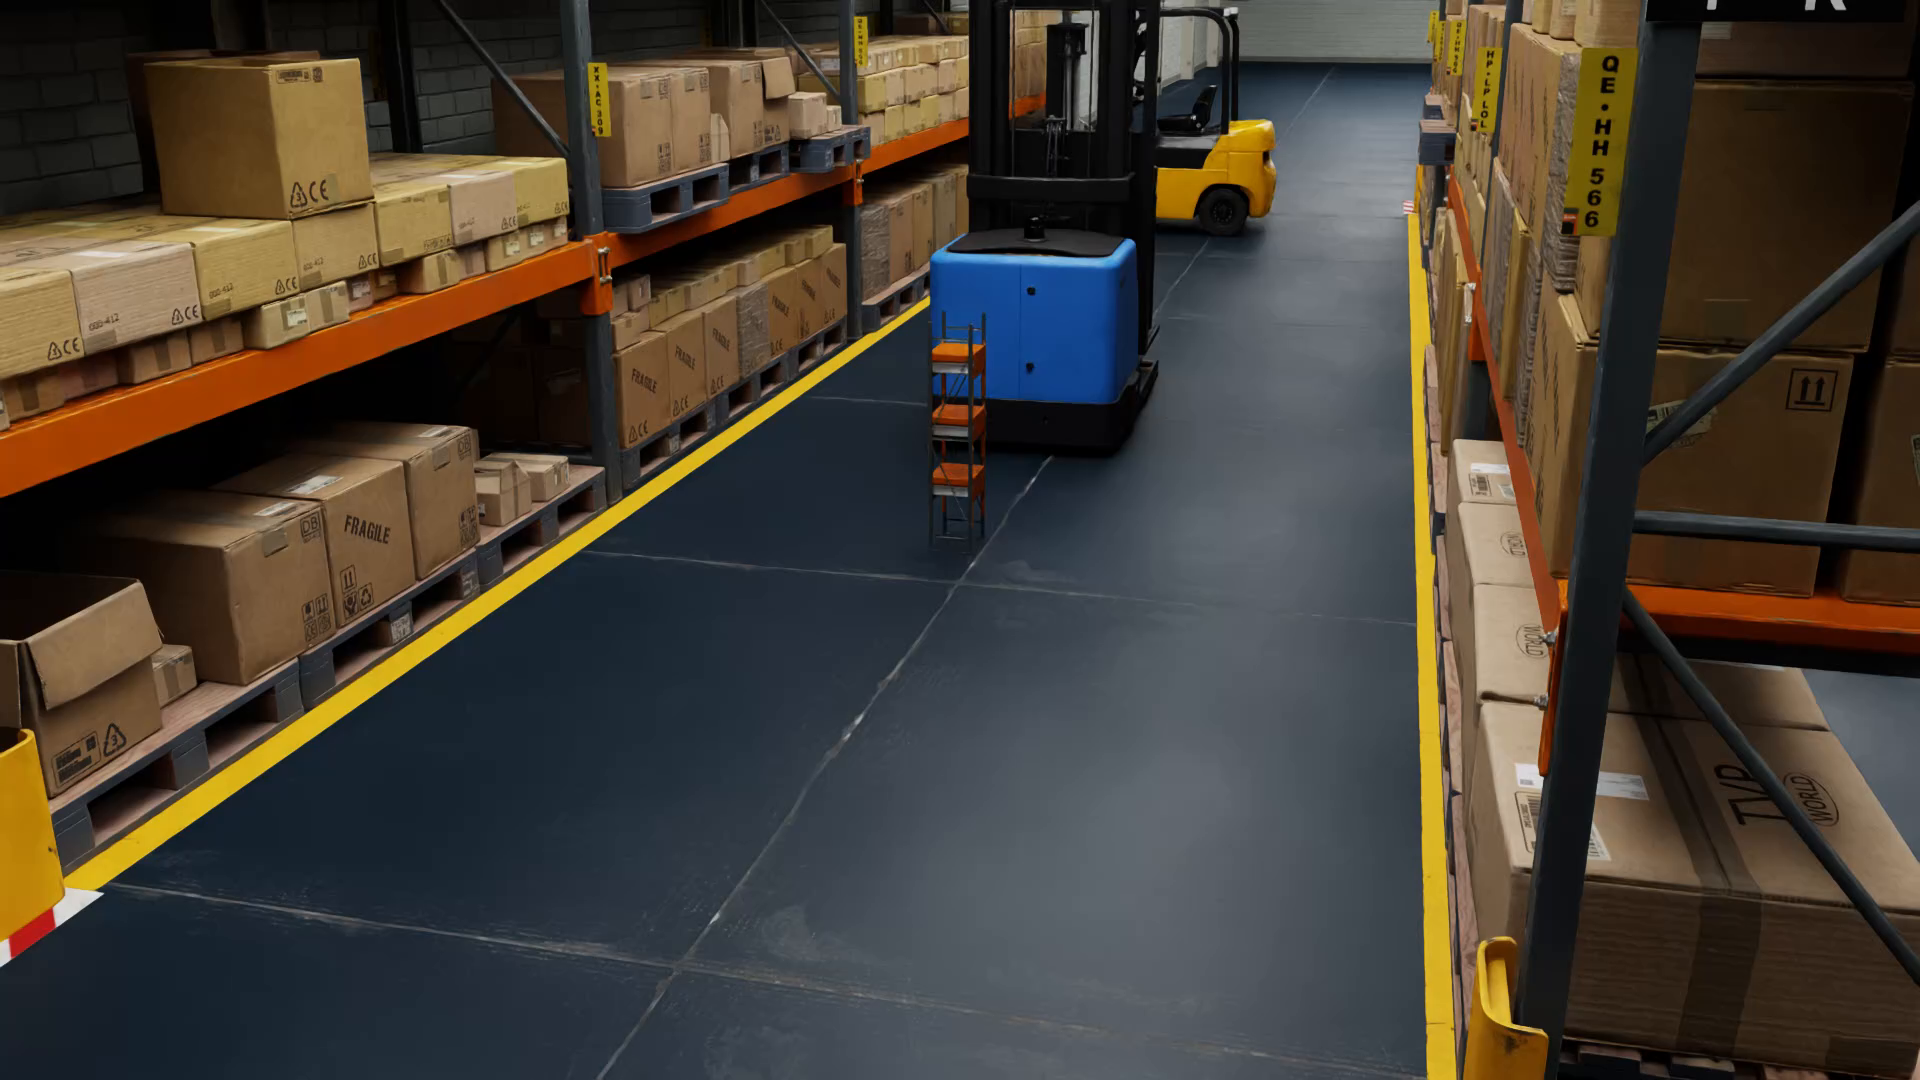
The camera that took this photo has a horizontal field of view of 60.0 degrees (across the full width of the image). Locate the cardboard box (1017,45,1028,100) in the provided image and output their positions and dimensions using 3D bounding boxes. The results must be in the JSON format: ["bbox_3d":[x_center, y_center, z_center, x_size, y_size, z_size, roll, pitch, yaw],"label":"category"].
[{"bbox_3d":[0.372,-4.637,16.468,0.500,0.500,0.500,4,19,13],"label":"cardboard box"}]

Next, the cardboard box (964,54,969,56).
[{"bbox_3d":[-0.095,-4.139,14.624,0.500,0.250,0.500,4,19,12],"label":"cardboard box"}]

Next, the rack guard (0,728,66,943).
[{"bbox_3d":[-3.136,0.772,4.653,1.175,0.500,0.348,5,19,13],"label":"rack guard"}]

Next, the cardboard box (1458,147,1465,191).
[{"bbox_3d":[3.142,-2.136,9.534,0.500,0.250,0.500,4,19,12],"label":"cardboard box"}]

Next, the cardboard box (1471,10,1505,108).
[{"bbox_3d":[2.876,-2.413,8.411,0.500,0.500,0.500,5,19,14],"label":"cardboard box"}]

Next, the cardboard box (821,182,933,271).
[{"bbox_3d":[-0.718,-2.580,13.624,0.875,0.625,0.625,4,19,11],"label":"cardboard box"}]

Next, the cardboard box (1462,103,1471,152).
[{"bbox_3d":[2.989,-2.212,8.983,0.500,0.250,0.500,5,19,13],"label":"cardboard box"}]

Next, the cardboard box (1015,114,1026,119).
[{"bbox_3d":[0.453,-4.637,18.679,0.500,0.250,0.500,4,19,13],"label":"cardboard box"}]

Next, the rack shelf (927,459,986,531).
[{"bbox_3d":[-0.013,-0.207,7.562,0.215,0.259,0.240,5,19,13],"label":"rack shelf"}]

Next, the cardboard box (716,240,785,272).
[{"bbox_3d":[-1.328,-1.796,10.519,0.380,0.149,0.250,5,20,15],"label":"cardboard box"}]

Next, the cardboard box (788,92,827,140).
[{"bbox_3d":[-1.144,-2.666,10.433,0.500,0.250,0.500,4,19,11],"label":"cardboard box"}]

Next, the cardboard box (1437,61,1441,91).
[{"bbox_3d":[4.700,-4.429,15.398,0.500,0.500,0.500,5,20,15],"label":"cardboard box"}]

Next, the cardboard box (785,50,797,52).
[{"bbox_3d":[-1.361,-3.457,12.010,0.380,0.149,0.250,5,20,15],"label":"cardboard box"}]

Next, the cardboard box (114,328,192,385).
[{"bbox_3d":[-2.640,-0.592,5.169,0.380,0.149,0.250,5,20,15],"label":"cardboard box"}]

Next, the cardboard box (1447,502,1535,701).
[{"bbox_3d":[2.161,0.233,5.678,0.875,0.438,0.875,4,19,12],"label":"cardboard box"}]

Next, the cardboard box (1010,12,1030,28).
[{"bbox_3d":[0.502,-5.286,16.906,0.380,0.149,0.250,5,19,14],"label":"cardboard box"}]

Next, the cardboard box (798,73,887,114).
[{"bbox_3d":[-0.831,-3.178,11.808,0.500,0.250,0.500,5,19,13],"label":"cardboard box"}]

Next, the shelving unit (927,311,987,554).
[{"bbox_3d":[-0.013,-0.480,7.469,0.215,1.050,0.252,5,19,13],"label":"shelving unit"}]

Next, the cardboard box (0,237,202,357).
[{"bbox_3d":[-2.660,-0.735,4.972,0.500,0.250,0.500,5,19,14],"label":"cardboard box"}]

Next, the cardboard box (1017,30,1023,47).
[{"bbox_3d":[0.406,-4.900,16.234,0.380,0.149,0.250,4,19,13],"label":"cardboard box"}]

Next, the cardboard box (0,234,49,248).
[{"bbox_3d":[-3.173,-0.783,5.111,0.500,0.250,0.500,5,19,14],"label":"cardboard box"}]

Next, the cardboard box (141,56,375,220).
[{"bbox_3d":[-2.417,-1.402,5.764,0.500,0.500,0.500,5,20,15],"label":"cardboard box"}]

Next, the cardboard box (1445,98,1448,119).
[{"bbox_3d":[3.549,-2.955,11.437,0.380,0.149,0.250,4,19,11],"label":"cardboard box"}]

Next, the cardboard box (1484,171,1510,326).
[{"bbox_3d":[2.141,-1.013,5.858,0.500,0.500,0.500,5,19,14],"label":"cardboard box"}]

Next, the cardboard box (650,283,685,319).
[{"bbox_3d":[-1.734,-1.316,9.113,0.380,0.149,0.250,4,19,12],"label":"cardboard box"}]

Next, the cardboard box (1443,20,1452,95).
[{"bbox_3d":[3.693,-3.376,11.665,0.500,0.500,0.500,3,19,10],"label":"cardboard box"}]

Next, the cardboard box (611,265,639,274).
[{"bbox_3d":[-2.092,-1.510,9.683,0.380,0.149,0.250,5,19,14],"label":"cardboard box"}]

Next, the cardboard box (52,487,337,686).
[{"bbox_3d":[-2.667,0.148,5.830,0.700,0.500,0.500,5,20,16],"label":"cardboard box"}]

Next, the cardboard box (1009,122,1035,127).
[{"bbox_3d":[0.712,-4.284,17.646,0.500,0.250,0.500,5,19,14],"label":"cardboard box"}]

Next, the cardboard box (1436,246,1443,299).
[{"bbox_3d":[3.934,-1.867,11.928,0.950,0.372,0.625,4,19,12],"label":"cardboard box"}]

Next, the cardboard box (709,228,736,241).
[{"bbox_3d":[-1.721,-1.997,11.107,0.380,0.149,0.250,5,20,15],"label":"cardboard box"}]

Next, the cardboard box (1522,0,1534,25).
[{"bbox_3d":[2.308,-1.999,6.193,0.380,0.149,0.250,4,19,13],"label":"cardboard box"}]

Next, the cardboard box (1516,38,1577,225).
[{"bbox_3d":[1.894,-1.165,4.755,0.500,0.500,0.500,5,19,13],"label":"cardboard box"}]

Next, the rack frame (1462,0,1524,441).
[{"bbox_3d":[2.637,-1.250,6.705,1.000,3.000,0.127,5,19,13],"label":"rack frame"}]

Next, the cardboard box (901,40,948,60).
[{"bbox_3d":[-0.308,-4.053,13.753,0.380,0.149,0.250,4,19,12],"label":"cardboard box"}]

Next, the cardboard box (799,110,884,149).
[{"bbox_3d":[-0.855,-2.943,11.895,0.500,0.250,0.500,5,19,14],"label":"cardboard box"}]

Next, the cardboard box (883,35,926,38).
[{"bbox_3d":[-0.517,-4.409,14.797,0.380,0.149,0.250,4,19,12],"label":"cardboard box"}]

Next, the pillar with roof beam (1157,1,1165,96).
[{"bbox_3d":[8.283,-13.395,32.983,9.100,9.000,0.400,5,19,13],"label":"pillar with roof beam"}]

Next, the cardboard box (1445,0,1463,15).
[{"bbox_3d":[4.133,-4.331,13.459,0.380,0.149,0.250,5,19,13],"label":"cardboard box"}]

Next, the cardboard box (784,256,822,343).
[{"bbox_3d":[-1.228,-1.604,10.962,0.500,0.500,0.500,4,19,13],"label":"cardboard box"}]

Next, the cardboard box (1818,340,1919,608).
[{"bbox_3d":[2.055,-0.171,3.393,0.500,0.500,0.500,5,19,13],"label":"cardboard box"}]

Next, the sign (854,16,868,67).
[{"bbox_3d":[-0.672,-3.365,11.229,0.100,0.325,0.005,5,19,13],"label":"sign"}]

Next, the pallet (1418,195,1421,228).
[{"bbox_3d":[5.317,-3.415,17.361,1.003,0.211,1.213,5,19,13],"label":"pallet"}]

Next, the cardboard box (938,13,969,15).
[{"bbox_3d":[-0.094,-5.166,16.552,0.380,0.149,0.250,4,19,13],"label":"cardboard box"}]

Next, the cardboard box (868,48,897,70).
[{"bbox_3d":[-0.683,-3.574,12.353,0.380,0.149,0.250,5,19,14],"label":"cardboard box"}]

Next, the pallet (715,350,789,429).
[{"bbox_3d":[-1.719,-0.962,10.178,1.003,0.211,1.213,5,19,13],"label":"pallet"}]

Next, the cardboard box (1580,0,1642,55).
[{"bbox_3d":[1.573,-1.121,3.622,0.380,0.149,0.250,4,19,13],"label":"cardboard box"}]

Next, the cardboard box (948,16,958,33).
[{"bbox_3d":[0.102,-4.810,15.510,0.380,0.149,0.250,5,19,14],"label":"cardboard box"}]

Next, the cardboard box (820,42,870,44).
[{"bbox_3d":[-0.935,-3.935,13.408,0.380,0.149,0.250,5,19,14],"label":"cardboard box"}]

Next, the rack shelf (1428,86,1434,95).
[{"bbox_3d":[5.080,-4.043,15.998,1.077,0.370,4.000,5,19,13],"label":"rack shelf"}]

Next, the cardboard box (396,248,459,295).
[{"bbox_3d":[-2.219,-1.073,6.576,0.380,0.149,0.250,4,19,13],"label":"cardboard box"}]

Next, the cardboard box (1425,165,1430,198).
[{"bbox_3d":[4.722,-3.536,15.842,0.500,0.500,0.500,6,20,16],"label":"cardboard box"}]

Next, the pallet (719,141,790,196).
[{"bbox_3d":[-1.671,-2.193,9.765,1.003,0.211,1.213,5,19,13],"label":"pallet"}]

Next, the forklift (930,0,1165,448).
[{"bbox_3d":[0.645,-2.321,9.949,1.130,2.935,3.031,4,19,12],"label":"forklift"}]

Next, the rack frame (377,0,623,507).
[{"bbox_3d":[-2.178,-1.640,7.849,1.000,3.000,0.127,5,19,13],"label":"rack frame"}]

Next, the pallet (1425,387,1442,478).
[{"bbox_3d":[3.048,-0.561,9.004,1.003,0.211,1.213,5,19,13],"label":"pallet"}]
